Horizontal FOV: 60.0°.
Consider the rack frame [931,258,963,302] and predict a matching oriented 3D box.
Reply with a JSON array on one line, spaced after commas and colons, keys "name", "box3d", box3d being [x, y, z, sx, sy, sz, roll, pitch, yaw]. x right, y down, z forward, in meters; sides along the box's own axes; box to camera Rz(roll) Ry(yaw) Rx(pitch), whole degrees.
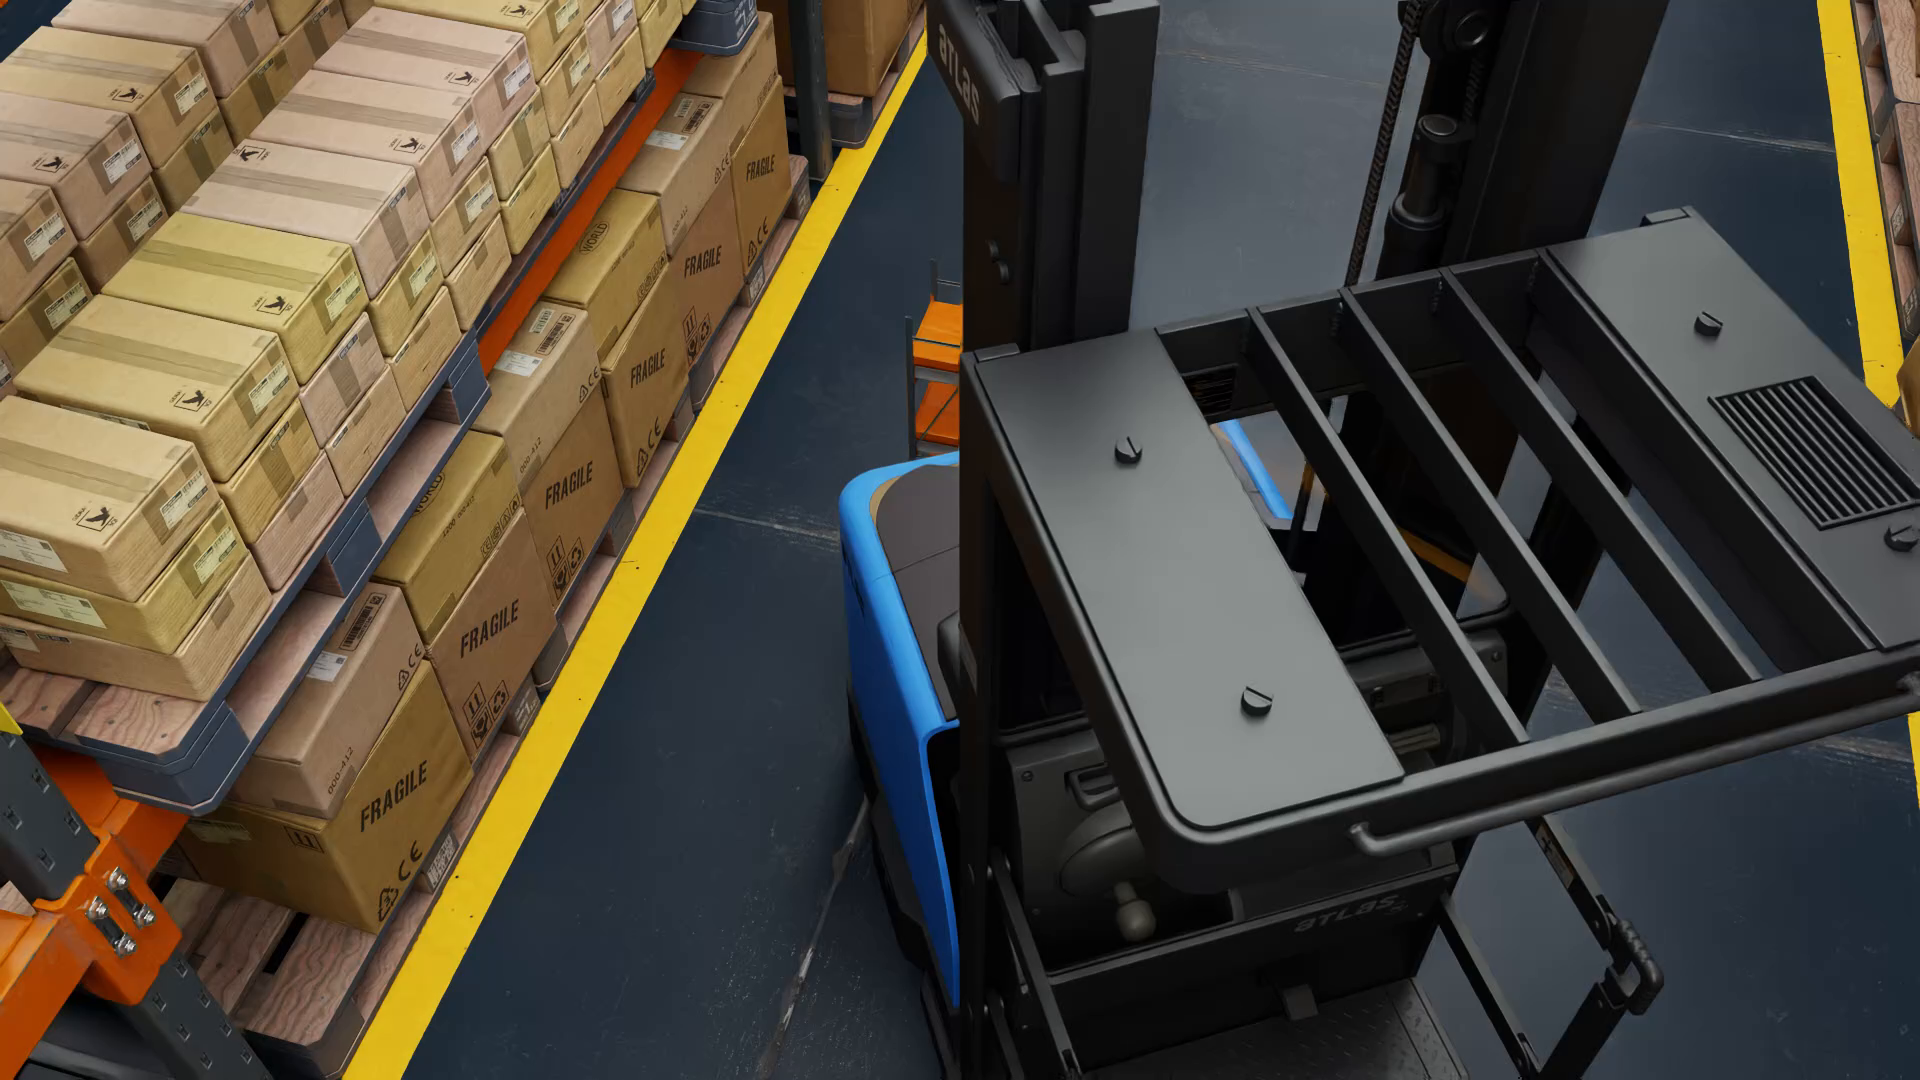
[{"name": "rack frame", "box3d": [0.018, -0.397, 4.900, 0.200, 1.050, 0.008, 12, 50, 10]}]

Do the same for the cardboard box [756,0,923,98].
[{"name": "cardboard box", "box3d": [-0.749, -2.337, 6.532, 1.050, 0.750, 0.750, 11, 49, 10]}]

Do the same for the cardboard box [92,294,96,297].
[{"name": "cardboard box", "box3d": [-1.934, -0.557, 3.629, 0.380, 0.149, 0.250, 9, 49, 8]}]

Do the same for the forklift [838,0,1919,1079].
[{"name": "forklift", "box3d": [0.605, 0.542, 2.816, 1.130, 2.935, 3.031, -13, 50, -11]}]

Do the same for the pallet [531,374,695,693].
[{"name": "pallet", "box3d": [-1.526, -0.152, 5.243, 1.003, 0.211, 1.213, 12, 50, 10]}]

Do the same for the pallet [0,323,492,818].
[{"name": "pallet", "box3d": [-1.708, -0.087, 3.454, 1.003, 0.211, 1.213, 12, 50, 10]}]

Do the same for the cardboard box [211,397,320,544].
[{"name": "cardboard box", "box3d": [-1.435, -0.162, 3.082, 0.380, 0.149, 0.250, 11, 49, 9]}]

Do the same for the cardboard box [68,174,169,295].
[{"name": "cardboard box", "box3d": [-1.931, -0.676, 3.535, 0.380, 0.149, 0.250, 10, 49, 9]}]

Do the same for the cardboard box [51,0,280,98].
[{"name": "cardboard box", "box3d": [-1.788, -1.150, 3.755, 0.380, 0.149, 0.250, 10, 49, 8]}]

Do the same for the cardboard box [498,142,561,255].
[{"name": "cardboard box", "box3d": [-1.163, -0.822, 3.862, 0.380, 0.149, 0.250, 11, 49, 9]}]

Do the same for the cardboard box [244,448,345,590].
[{"name": "cardboard box", "box3d": [-1.434, -0.078, 3.205, 0.380, 0.149, 0.250, 12, 50, 11]}]

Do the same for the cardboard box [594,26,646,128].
[{"name": "cardboard box", "box3d": [-1.025, -1.201, 4.197, 0.380, 0.149, 0.250, 13, 50, 11]}]

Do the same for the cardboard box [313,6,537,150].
[{"name": "cardboard box", "box3d": [-1.162, -1.008, 3.630, 0.380, 0.149, 0.250, 13, 50, 11]}]

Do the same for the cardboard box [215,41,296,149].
[{"name": "cardboard box", "box3d": [-1.791, -1.061, 3.875, 0.380, 0.149, 0.250, 12, 50, 10]}]

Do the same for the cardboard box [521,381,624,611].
[{"name": "cardboard box", "box3d": [-1.336, -0.185, 4.799, 0.500, 0.500, 0.500, 12, 50, 11]}]

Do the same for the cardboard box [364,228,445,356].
[{"name": "cardboard box", "box3d": [-1.300, -0.537, 3.413, 0.380, 0.149, 0.250, 10, 49, 8]}]

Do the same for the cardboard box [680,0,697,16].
[{"name": "cardboard box", "box3d": [-0.886, -1.583, 4.534, 0.380, 0.149, 0.250, 11, 49, 10]}]

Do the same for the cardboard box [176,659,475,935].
[{"name": "cardboard box", "box3d": [-1.599, 0.580, 4.125, 0.500, 0.500, 0.500, 13, 50, 11]}]

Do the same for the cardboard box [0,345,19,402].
[{"name": "cardboard box", "box3d": [-2.067, -0.298, 3.201, 0.380, 0.149, 0.250, 12, 50, 10]}]

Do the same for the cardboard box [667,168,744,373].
[{"name": "cardboard box", "box3d": [-1.058, -0.929, 5.456, 0.500, 0.500, 0.500, 13, 50, 12]}]

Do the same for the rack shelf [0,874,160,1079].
[{"name": "rack shelf", "box3d": [-2.575, 2.059, 1.912, 1.077, 0.370, 4.000, 12, 50, 10]}]

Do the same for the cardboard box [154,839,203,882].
[{"name": "cardboard box", "box3d": [-2.097, 0.477, 4.215, 0.500, 0.500, 0.500, 11, 49, 9]}]

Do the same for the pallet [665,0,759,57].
[{"name": "pallet", "box3d": [-1.081, -1.919, 5.071, 1.213, 0.211, 1.003, 12, 50, 10]}]

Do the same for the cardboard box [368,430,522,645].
[{"name": "cardboard box", "box3d": [-1.462, -0.054, 4.184, 0.500, 0.250, 0.500, 13, 50, 11]}]

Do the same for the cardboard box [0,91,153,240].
[{"name": "cardboard box", "box3d": [-1.923, -0.779, 3.427, 0.380, 0.149, 0.250, 11, 50, 10]}]

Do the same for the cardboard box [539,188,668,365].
[{"name": "cardboard box", "box3d": [-1.195, -0.801, 4.843, 0.500, 0.250, 0.500, 13, 50, 11]}]

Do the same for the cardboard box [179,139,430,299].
[{"name": "cardboard box", "box3d": [-1.296, -0.641, 3.306, 0.380, 0.149, 0.250, 11, 49, 10]}]

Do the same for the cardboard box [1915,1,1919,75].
[{"name": "cardboard box", "box3d": [4.196, -2.090, 6.467, 0.700, 0.500, 0.500, 15, 50, 13]}]

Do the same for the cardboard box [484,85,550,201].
[{"name": "cardboard box", "box3d": [-1.161, -0.925, 3.754, 0.380, 0.149, 0.250, 11, 49, 9]}]

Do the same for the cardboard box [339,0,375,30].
[{"name": "cardboard box", "box3d": [-1.655, -1.432, 4.202, 0.380, 0.149, 0.250, 11, 50, 10]}]

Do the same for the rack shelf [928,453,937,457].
[{"name": "rack shelf", "box3d": [-0.014, -0.118, 5.039, 0.215, 0.259, 0.240, 12, 50, 10]}]

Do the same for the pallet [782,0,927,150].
[{"name": "pallet", "box3d": [-0.716, -2.152, 7.009, 1.003, 0.211, 1.213, 12, 50, 10]}]

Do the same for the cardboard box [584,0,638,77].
[{"name": "cardboard box", "box3d": [-1.024, -1.293, 4.080, 0.380, 0.149, 0.250, 13, 50, 11]}]

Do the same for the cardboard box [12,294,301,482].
[{"name": "cardboard box", "box3d": [-1.434, -0.276, 2.984, 0.380, 0.149, 0.250, 13, 50, 11]}]

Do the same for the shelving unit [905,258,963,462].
[{"name": "shelving unit", "box3d": [-0.014, -0.309, 4.822, 0.215, 1.050, 0.252, 12, 50, 10]}]

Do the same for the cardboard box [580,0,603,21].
[{"name": "cardboard box", "box3d": [-1.025, -1.392, 3.969, 0.380, 0.149, 0.250, 14, 50, 12]}]

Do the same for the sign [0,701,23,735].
[{"name": "sign", "box3d": [-1.524, 0.189, 2.505, 0.100, 0.325, 0.005, 12, 50, 10]}]

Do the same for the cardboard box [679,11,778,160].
[{"name": "cardboard box", "box3d": [-0.923, -1.533, 5.489, 0.500, 0.250, 0.500, 11, 49, 9]}]

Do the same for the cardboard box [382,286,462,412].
[{"name": "cardboard box", "box3d": [-1.298, -0.439, 3.524, 0.380, 0.149, 0.250, 12, 50, 10]}]

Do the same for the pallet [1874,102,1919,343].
[{"name": "pallet", "box3d": [3.969, -1.110, 6.089, 1.003, 0.211, 1.213, 12, 50, 10]}]
